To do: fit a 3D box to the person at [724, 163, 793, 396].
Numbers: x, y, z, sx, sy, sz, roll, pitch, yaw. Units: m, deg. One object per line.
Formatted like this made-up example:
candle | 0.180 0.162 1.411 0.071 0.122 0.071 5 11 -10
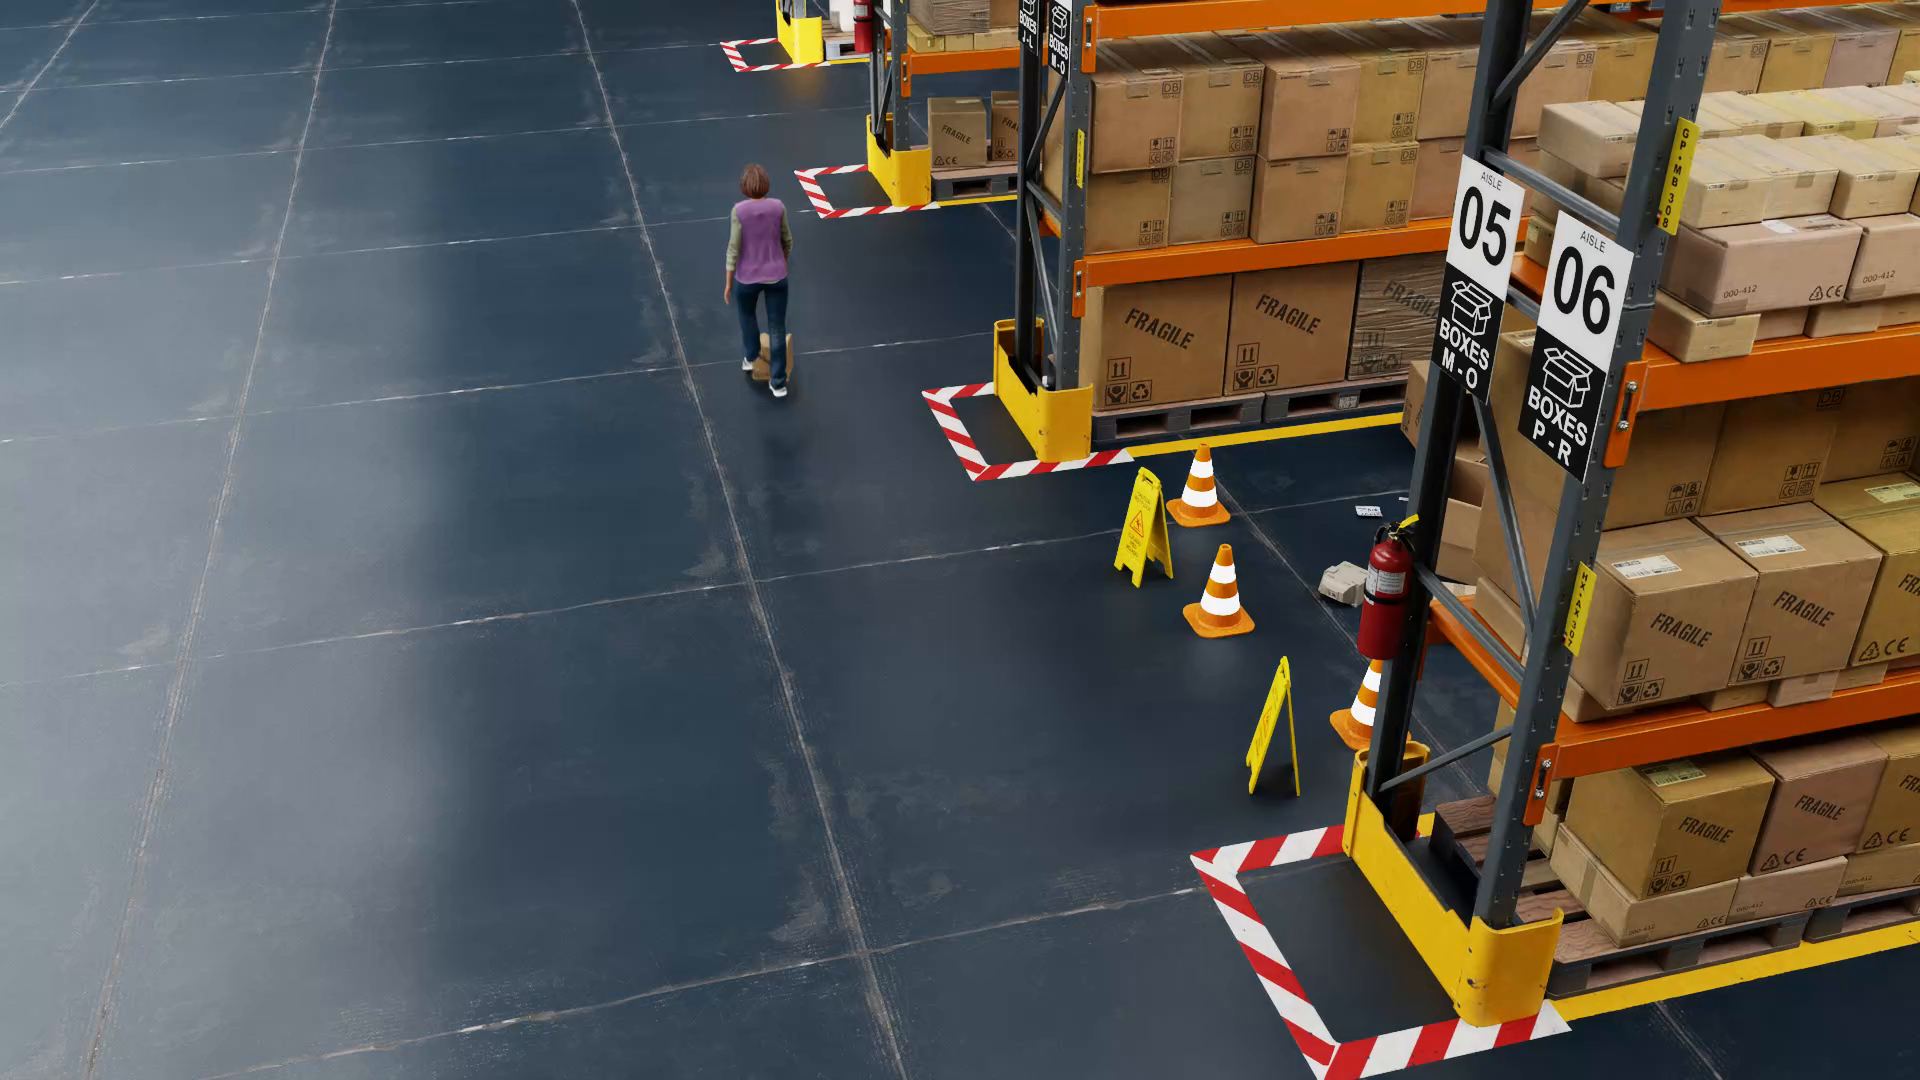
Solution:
person | -1.365 -1.736 11.248 0.498 1.511 0.703 -7 31 -11
